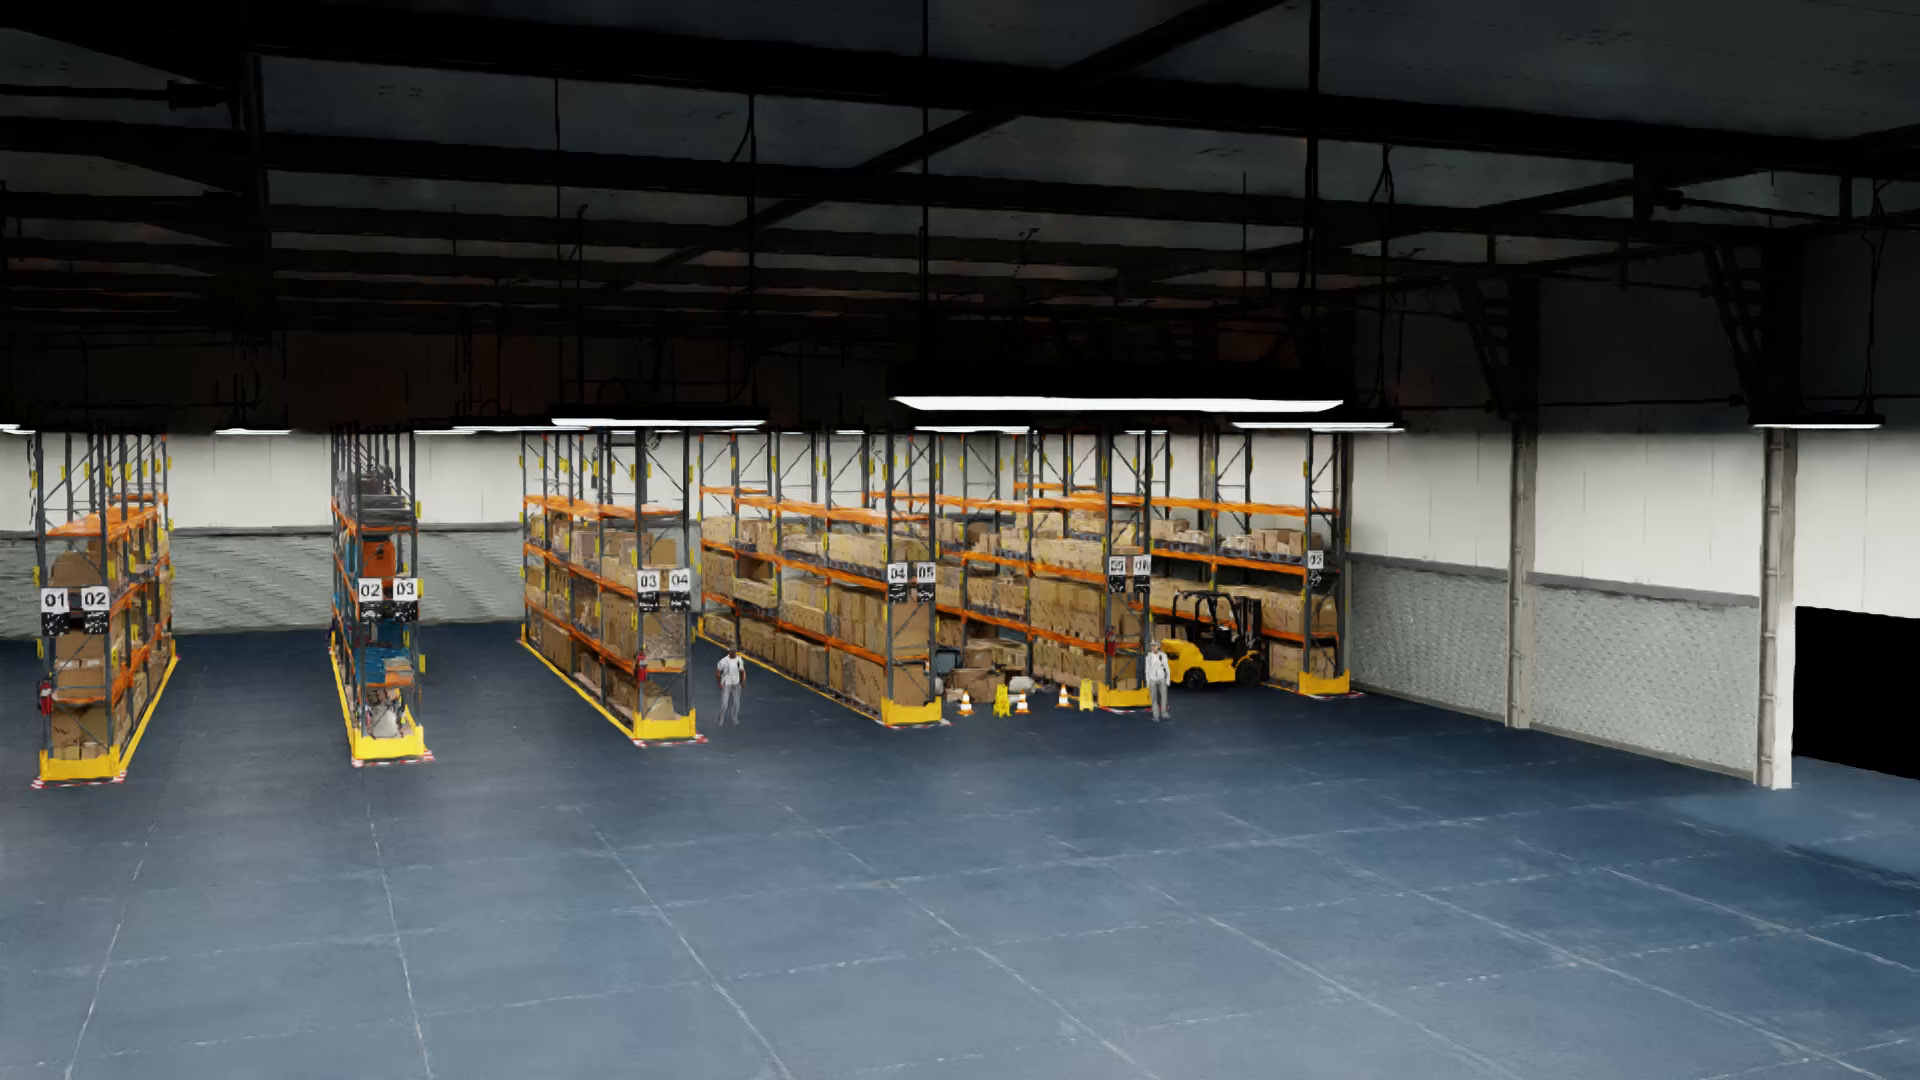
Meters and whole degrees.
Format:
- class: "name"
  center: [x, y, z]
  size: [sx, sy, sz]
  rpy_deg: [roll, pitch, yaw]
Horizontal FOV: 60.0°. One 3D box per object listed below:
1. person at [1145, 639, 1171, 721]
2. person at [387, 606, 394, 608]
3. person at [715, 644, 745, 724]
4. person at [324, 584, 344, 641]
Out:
- class: "person"
  center: [4.003, 2.799, 33.564]
  size: [0.522, 1.662, 0.544]
  rpy_deg: [1, 4, 14]
- class: "person"
  center: [-14.376, 2.216, 42.144]
  size: [0.533, 1.769, 0.591]
  rpy_deg: [1, 4, 22]
- class: "person"
  center: [-4.554, 2.853, 33.005]
  size: [0.592, 1.629, 0.531]
  rpy_deg: [-2, 4, -25]
- class: "person"
  center: [-17.300, 2.024, 46.114]
  size: [0.509, 1.641, 0.668]
  rpy_deg: [2, 4, 27]
